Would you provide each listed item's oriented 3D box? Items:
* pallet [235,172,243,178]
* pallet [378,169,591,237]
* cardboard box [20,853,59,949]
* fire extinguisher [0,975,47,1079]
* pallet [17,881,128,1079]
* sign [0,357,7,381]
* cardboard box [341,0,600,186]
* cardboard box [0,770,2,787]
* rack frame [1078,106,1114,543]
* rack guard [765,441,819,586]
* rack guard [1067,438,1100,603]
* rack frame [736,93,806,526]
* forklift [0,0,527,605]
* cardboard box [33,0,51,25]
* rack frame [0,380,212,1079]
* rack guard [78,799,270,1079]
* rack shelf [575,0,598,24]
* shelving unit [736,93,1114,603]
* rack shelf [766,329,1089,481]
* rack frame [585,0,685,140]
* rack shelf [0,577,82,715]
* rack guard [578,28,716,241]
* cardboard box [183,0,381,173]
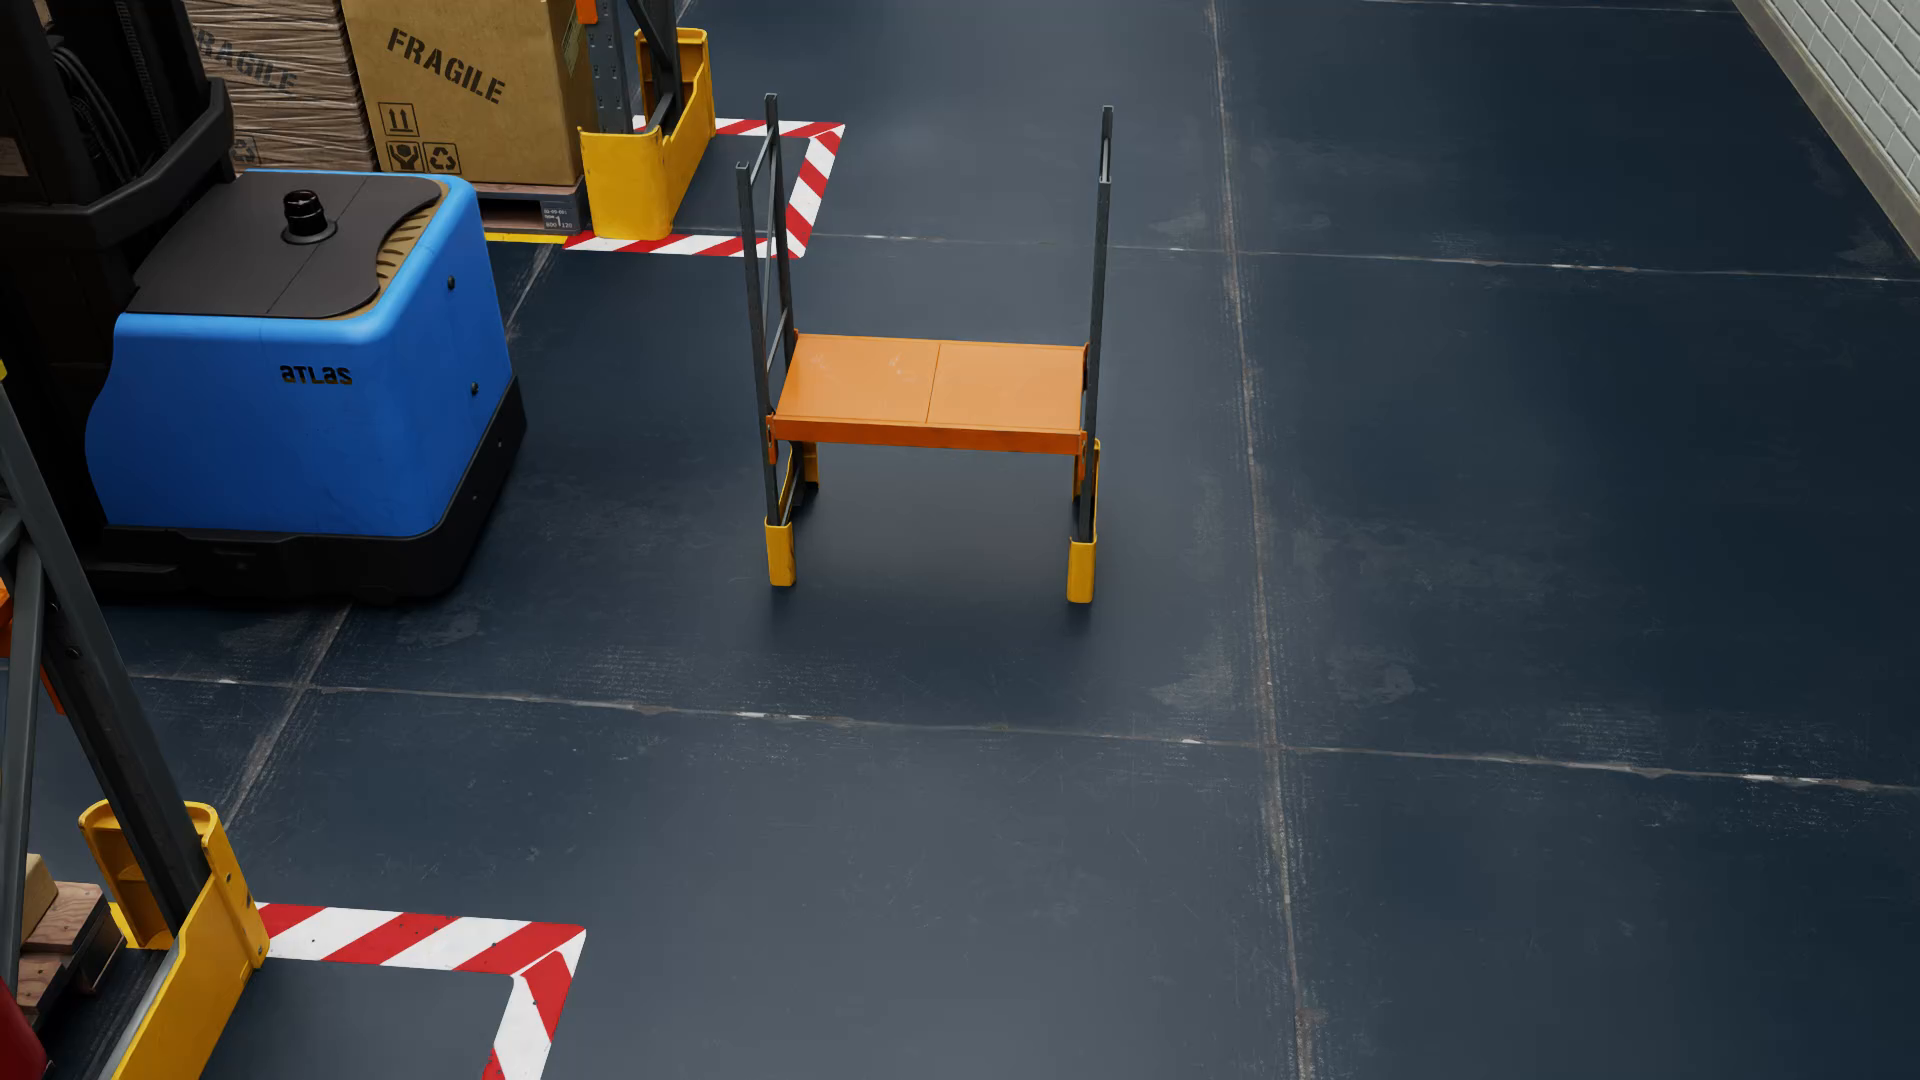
[{"bbox_3d":[-3.462,-1.848,7.853,1.213,0.211,1.003,3,39,4],"label":"pallet"},{"bbox_3d":[-2.250,-1.779,7.769,1.213,0.211,1.003,3,39,4],"label":"pallet"},{"bbox_3d":[-2.470,0.960,4.120,0.250,0.149,0.380,4,39,5],"label":"cardboard box"},{"bbox_3d":[-1.764,0.726,2.839,0.183,0.674,0.296,3,39,4],"label":"fire extinguisher"},{"bbox_3d":[-2.858,1.258,4.037,1.213,0.211,1.003,3,39,4],"label":"pallet"},{"bbox_3d":[-1.929,-0.430,3.216,0.005,0.325,0.100,3,39,4],"label":"sign"},{"bbox_3d":[-2.091,-2.190,7.415,0.875,0.875,0.875,3,39,4],"label":"cardboard box"},{"bbox_3d":[-2.468,0.717,3.947,0.250,0.149,0.380,1,39,2],"label":"cardboard box"},{"bbox_3d":[0.421,-0.559,5.248,0.032,1.500,0.500,3,39,4],"label":"rack frame"},{"bbox_3d":[-0.572,-0.128,5.710,0.087,0.250,0.587,3,39,4],"label":"rack guard"},{"bbox_3d":[0.420,-0.074,5.643,0.087,0.250,0.587,3,39,4],"label":"rack guard"},{"bbox_3d":[-0.591,-0.614,5.316,0.032,1.500,0.500,3,39,4],"label":"rack frame"},{"bbox_3d":[-3.138,-1.285,5.007,3.031,2.935,1.130,2,39,3],"label":"forklift"},{"bbox_3d":[-3.885,-2.288,7.535,0.875,0.875,0.875,3,39,4],"label":"cardboard box"},{"bbox_3d":[-1.976,0.247,3.070,0.127,3.000,1.000,3,39,4],"label":"rack frame"},{"bbox_3d":[-2.051,1.213,3.864,0.348,0.500,1.175,3,39,4],"label":"rack guard"},{"bbox_3d":[-3.440,-2.697,7.257,4.000,0.370,1.077,3,39,4],"label":"rack shelf"},{"bbox_3d":[-0.076,-0.586,5.282,1.083,1.500,0.587,3,39,4],"label":"shelving unit"},{"bbox_3d":[-0.085,-0.447,5.396,1.000,0.185,0.538,3,39,4],"label":"rack shelf"},{"bbox_3d":[-1.447,-2.867,6.896,0.127,3.000,1.000,3,39,4],"label":"rack frame"},{"bbox_3d":[-3.968,0.417,3.431,4.000,0.370,1.077,3,39,4],"label":"rack shelf"},{"bbox_3d":[-1.423,-1.896,7.683,0.348,0.500,1.175,3,39,4],"label":"rack guard"},{"bbox_3d":[-2.998,-2.240,7.476,0.875,0.875,0.875,3,39,4],"label":"cardboard box"}]
